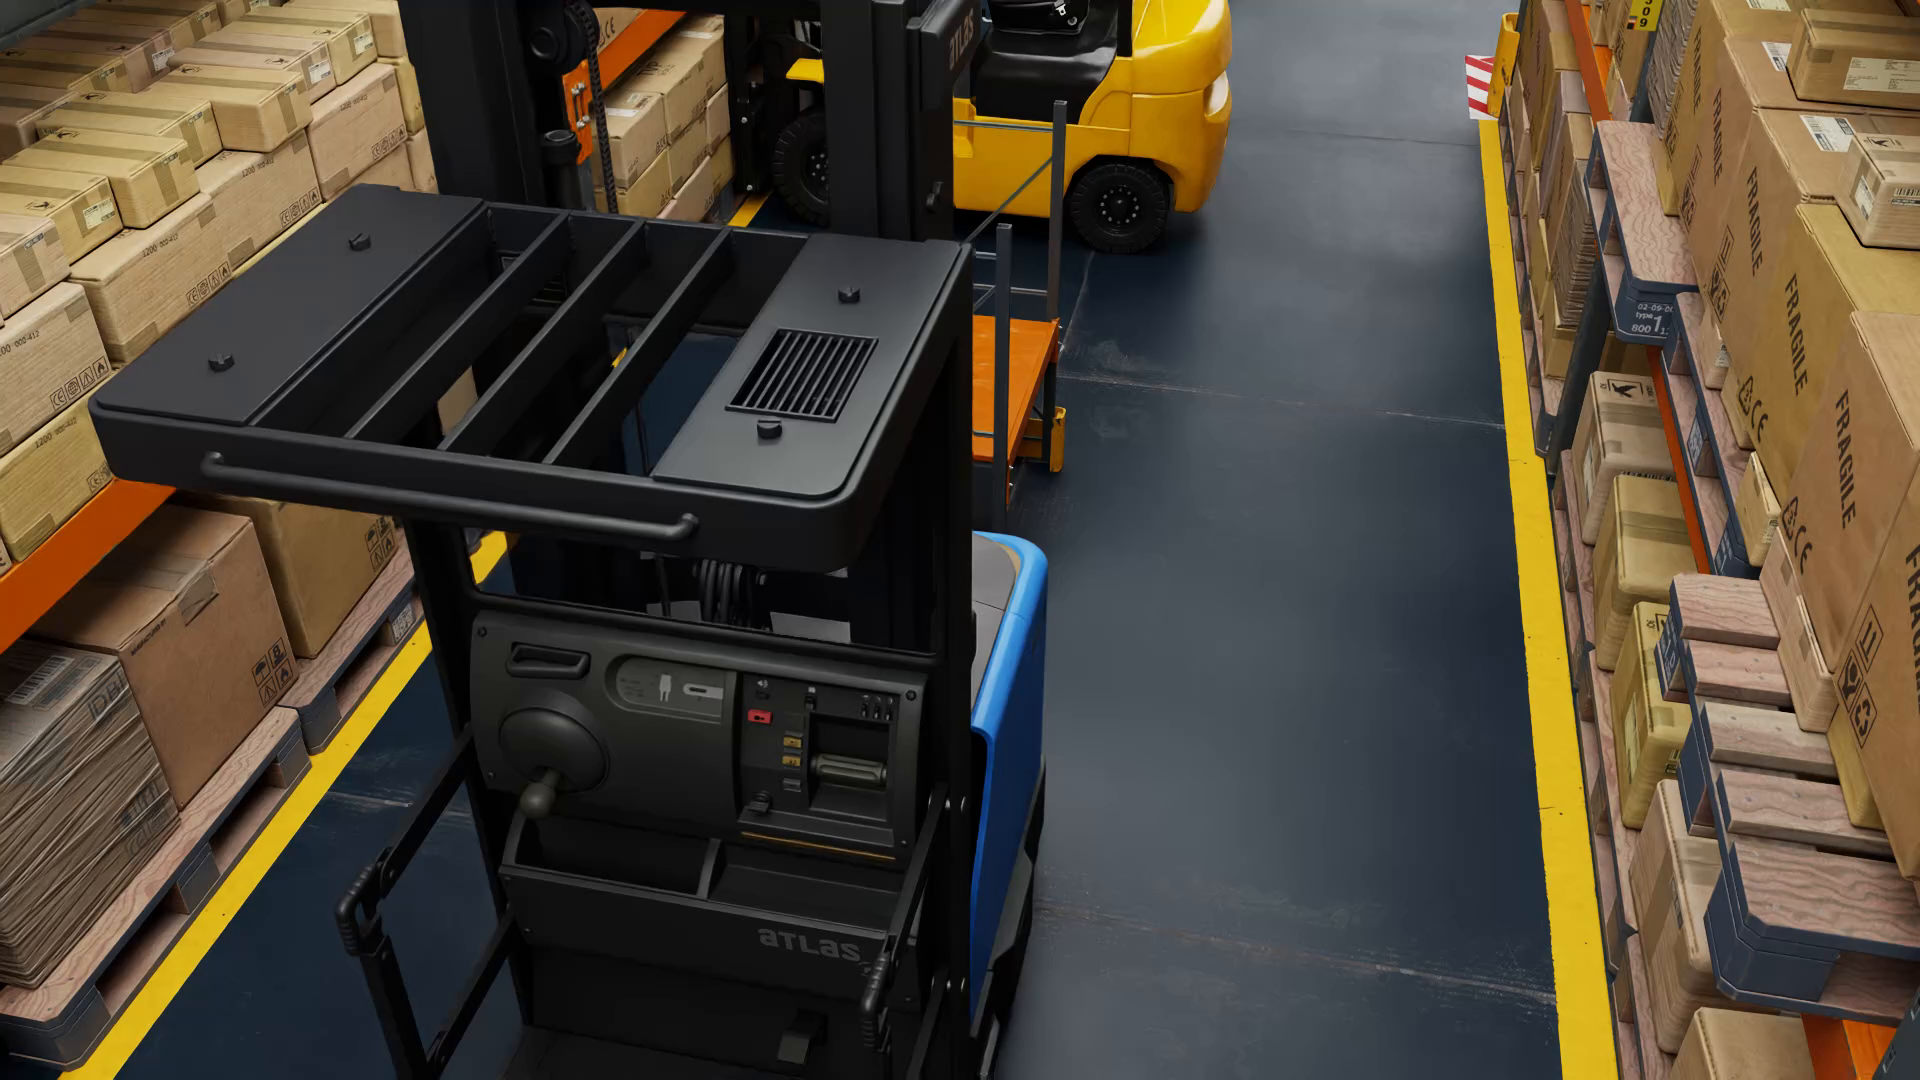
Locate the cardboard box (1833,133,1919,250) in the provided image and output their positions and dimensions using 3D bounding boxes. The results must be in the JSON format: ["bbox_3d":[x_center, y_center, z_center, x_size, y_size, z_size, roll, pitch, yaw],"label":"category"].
[{"bbox_3d":[2.049,-0.711,3.426,0.380,0.149,0.250,6,36,8],"label":"cardboard box"}]

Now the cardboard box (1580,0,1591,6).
[{"bbox_3d":[2.918,-2.436,7.269,0.380,0.149,0.250,8,37,10],"label":"cardboard box"}]

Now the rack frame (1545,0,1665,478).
[{"bbox_3d":[2.830,-1.437,5.677,1.000,3.000,0.127,7,37,10],"label":"rack frame"}]

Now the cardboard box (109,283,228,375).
[{"bbox_3d":[-2.325,-0.511,4.527,0.500,0.250,0.500,6,36,8],"label":"cardboard box"}]

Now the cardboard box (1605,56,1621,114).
[{"bbox_3d":[2.647,-1.702,6.256,0.380,0.149,0.250,8,37,11],"label":"cardboard box"}]

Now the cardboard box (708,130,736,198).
[{"bbox_3d":[-1.405,-1.939,8.355,0.500,0.250,0.500,8,37,11],"label":"cardboard box"}]

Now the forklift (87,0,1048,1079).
[{"bbox_3d":[-0.573,0.461,3.117,1.130,2.935,3.031,7,37,10],"label":"forklift"}]

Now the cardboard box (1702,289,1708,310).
[{"bbox_3d":[2.205,-0.630,4.420,0.380,0.149,0.250,8,37,10],"label":"cardboard box"}]

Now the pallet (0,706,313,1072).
[{"bbox_3d":[-2.660,0.898,4.831,1.003,0.211,1.213,7,37,10],"label":"pallet"}]

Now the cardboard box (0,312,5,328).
[{"bbox_3d":[-2.433,-0.517,3.769,0.380,0.149,0.250,8,37,11],"label":"cardboard box"}]

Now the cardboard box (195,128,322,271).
[{"bbox_3d":[-2.219,-1.010,4.790,0.500,0.250,0.500,8,37,11],"label":"cardboard box"}]

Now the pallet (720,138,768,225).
[{"bbox_3d":[-1.551,-2.080,8.940,1.003,0.211,1.213,7,37,10],"label":"pallet"}]

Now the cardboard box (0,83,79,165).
[{"bbox_3d":[-2.693,-1.162,4.659,0.380,0.149,0.250,8,37,11],"label":"cardboard box"}]

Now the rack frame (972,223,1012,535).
[{"bbox_3d":[-0.090,-0.365,5.475,0.500,1.500,0.032,7,37,10],"label":"rack frame"}]

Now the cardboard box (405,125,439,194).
[{"bbox_3d":[-1.974,-1.386,5.734,0.500,0.250,0.500,7,37,10],"label":"cardboard box"}]

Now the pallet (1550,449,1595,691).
[{"bbox_3d":[2.665,0.138,5.879,1.003,0.211,1.213,7,37,10],"label":"pallet"}]

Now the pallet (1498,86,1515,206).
[{"bbox_3d":[3.460,-2.096,8.963,1.003,0.211,1.213,7,37,10],"label":"pallet"}]

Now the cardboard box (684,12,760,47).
[{"bbox_3d":[-1.276,-2.635,8.463,0.500,0.250,0.500,7,36,9],"label":"cardboard box"}]

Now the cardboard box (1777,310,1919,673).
[{"bbox_3d":[1.901,-0.068,3.091,0.500,0.500,0.500,7,36,9],"label":"cardboard box"}]

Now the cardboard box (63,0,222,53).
[{"bbox_3d":[-2.580,-1.607,5.273,0.380,0.149,0.250,7,37,10],"label":"cardboard box"}]

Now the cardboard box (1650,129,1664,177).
[{"bbox_3d":[2.403,-1.228,5.245,0.380,0.149,0.250,8,37,11],"label":"cardboard box"}]

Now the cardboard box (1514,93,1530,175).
[{"bbox_3d":[3.126,-2.068,8.532,0.500,0.250,0.500,9,37,12],"label":"cardboard box"}]

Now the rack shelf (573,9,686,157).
[{"bbox_3d":[-1.593,-2.913,8.326,1.077,0.370,4.000,7,37,10],"label":"rack shelf"}]

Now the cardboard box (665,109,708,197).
[{"bbox_3d":[-1.509,-1.844,7.797,0.500,0.250,0.500,7,37,10],"label":"cardboard box"}]

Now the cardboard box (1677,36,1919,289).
[{"bbox_3d":[2.224,-0.966,4.331,0.500,0.500,0.500,7,37,10],"label":"cardboard box"}]

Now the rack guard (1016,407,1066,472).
[{"bbox_3d":[0.123,-0.430,6.631,0.587,0.250,0.087,7,37,10],"label":"rack guard"}]

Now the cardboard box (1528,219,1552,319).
[{"bbox_3d":[2.798,-1.173,7.298,0.500,0.250,0.500,6,36,9],"label":"cardboard box"}]

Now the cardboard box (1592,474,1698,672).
[{"bbox_3d":[2.570,0.170,5.340,0.950,0.372,0.625,10,37,13],"label":"cardboard box"}]

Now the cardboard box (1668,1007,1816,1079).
[{"bbox_3d":[2.106,1.427,3.606,0.950,0.372,0.625,5,36,7],"label":"cardboard box"}]

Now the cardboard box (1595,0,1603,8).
[{"bbox_3d":[2.892,-2.478,6.774,0.500,0.500,0.500,8,37,11],"label":"cardboard box"}]

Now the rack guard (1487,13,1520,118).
[{"bbox_3d":[3.668,-2.675,9.514,1.175,0.500,0.348,7,37,10],"label":"rack guard"}]

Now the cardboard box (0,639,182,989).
[{"bbox_3d":[-2.728,0.672,4.433,0.875,0.625,0.625,8,37,11],"label":"cardboard box"}]

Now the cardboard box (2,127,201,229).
[{"bbox_3d":[-2.253,-0.954,4.373,0.380,0.149,0.250,8,37,11],"label":"cardboard box"}]

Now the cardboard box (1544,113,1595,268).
[{"bbox_3d":[2.801,-1.462,7.058,0.500,0.500,0.500,8,37,11],"label":"cardboard box"}]

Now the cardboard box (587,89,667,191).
[{"bbox_3d":[-1.610,-1.757,7.251,0.500,0.250,0.500,7,36,9],"label":"cardboard box"}]

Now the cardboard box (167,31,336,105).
[{"bbox_3d":[-2.120,-1.400,4.988,0.380,0.149,0.250,8,37,10],"label":"cardboard box"}]

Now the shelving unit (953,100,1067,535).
[{"bbox_3d":[0.016,-0.651,5.870,0.587,1.500,1.083,7,37,10],"label":"shelving unit"}]

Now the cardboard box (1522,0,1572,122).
[{"bbox_3d":[3.130,-2.349,8.281,0.500,0.500,0.500,6,36,8],"label":"cardboard box"}]

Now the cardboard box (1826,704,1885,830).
[{"bbox_3d":[1.802,0.408,2.988,0.380,0.149,0.250,8,37,11],"label":"cardboard box"}]

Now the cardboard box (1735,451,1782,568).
[{"bbox_3d":[1.919,-0.045,3.613,0.380,0.149,0.250,8,37,11],"label":"cardboard box"}]

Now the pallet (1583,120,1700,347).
[{"bbox_3d":[2.525,-0.940,5.154,1.003,0.211,1.213,7,37,10],"label":"pallet"}]

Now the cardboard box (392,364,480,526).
[{"bbox_3d":[-2.294,-0.521,6.079,0.875,0.625,0.625,7,37,9],"label":"cardboard box"}]
